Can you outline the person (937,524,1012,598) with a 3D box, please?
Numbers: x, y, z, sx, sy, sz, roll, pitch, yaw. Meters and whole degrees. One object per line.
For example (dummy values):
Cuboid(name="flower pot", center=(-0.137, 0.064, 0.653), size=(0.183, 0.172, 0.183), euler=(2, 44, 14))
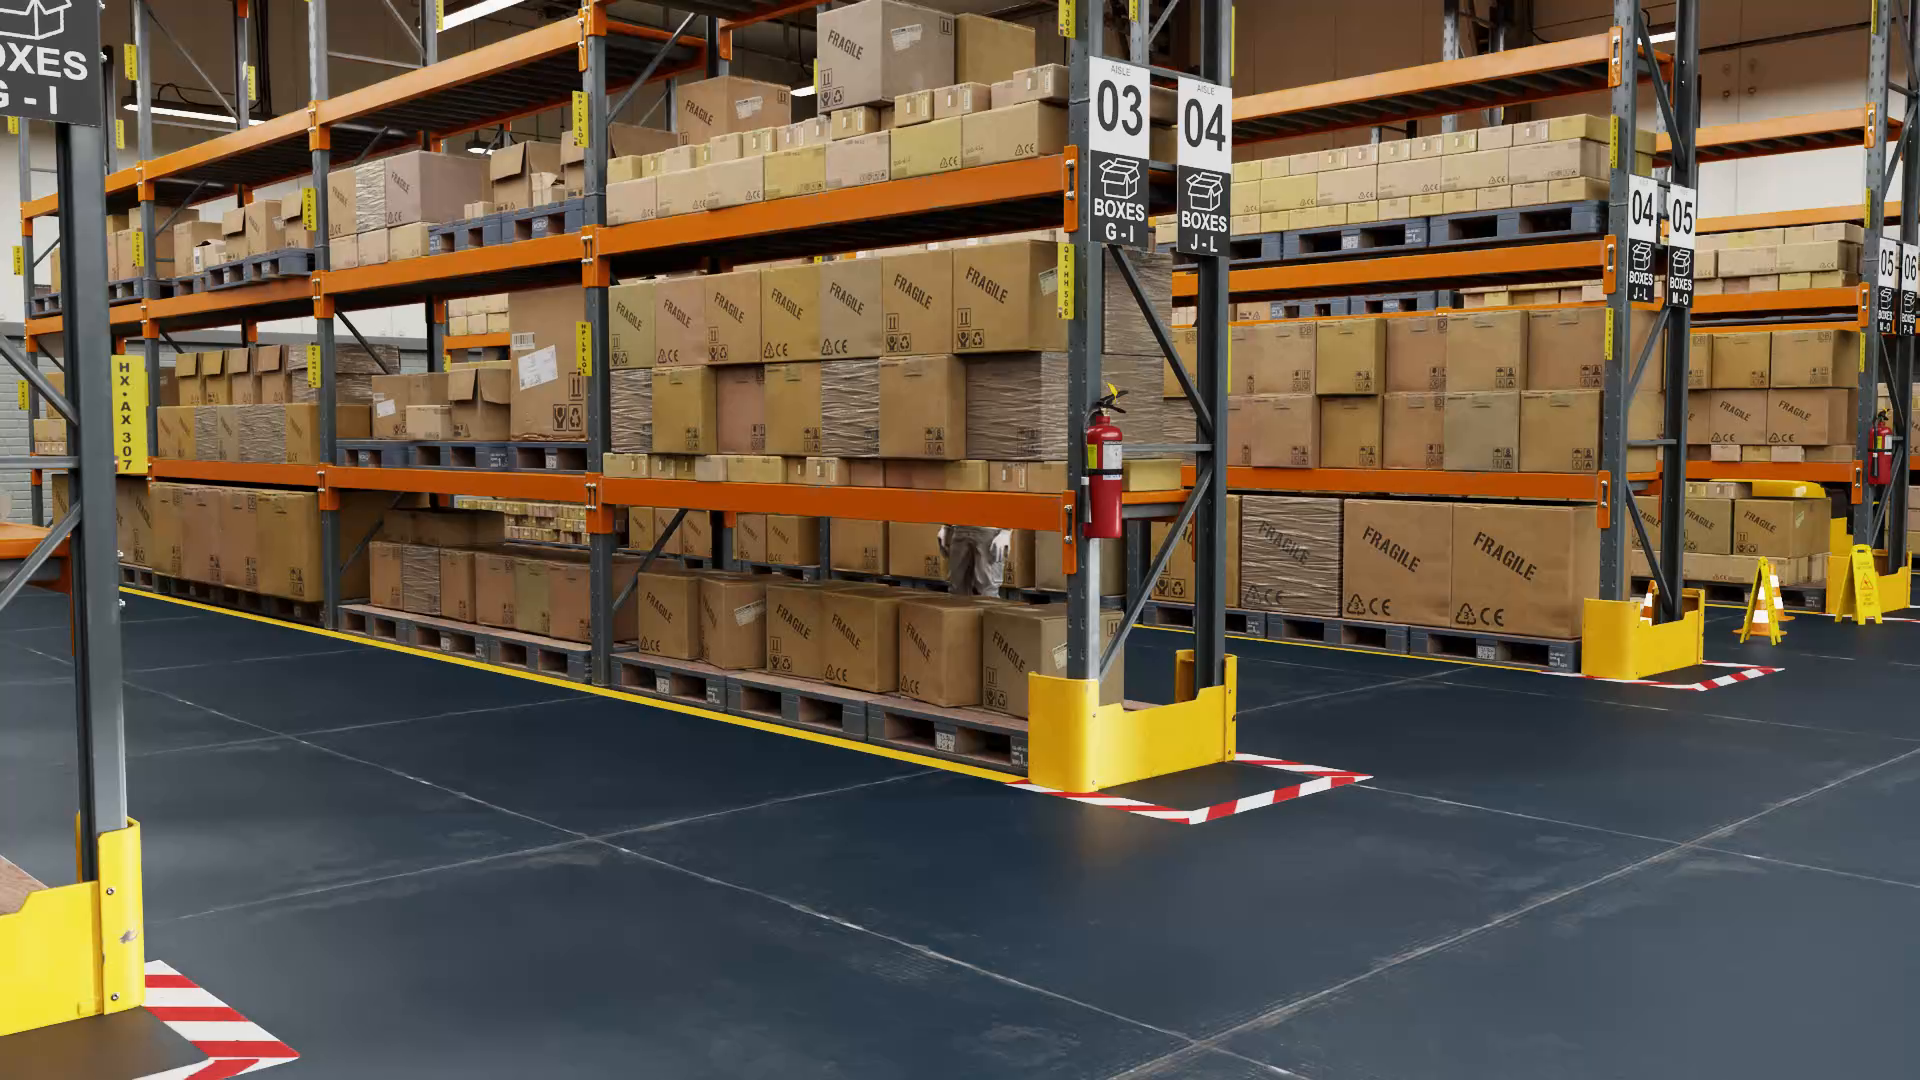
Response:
Cuboid(name="person", center=(0.101, -0.029, 11.061), size=(0.447, 1.775, 0.616), euler=(-4, 5, -44))
